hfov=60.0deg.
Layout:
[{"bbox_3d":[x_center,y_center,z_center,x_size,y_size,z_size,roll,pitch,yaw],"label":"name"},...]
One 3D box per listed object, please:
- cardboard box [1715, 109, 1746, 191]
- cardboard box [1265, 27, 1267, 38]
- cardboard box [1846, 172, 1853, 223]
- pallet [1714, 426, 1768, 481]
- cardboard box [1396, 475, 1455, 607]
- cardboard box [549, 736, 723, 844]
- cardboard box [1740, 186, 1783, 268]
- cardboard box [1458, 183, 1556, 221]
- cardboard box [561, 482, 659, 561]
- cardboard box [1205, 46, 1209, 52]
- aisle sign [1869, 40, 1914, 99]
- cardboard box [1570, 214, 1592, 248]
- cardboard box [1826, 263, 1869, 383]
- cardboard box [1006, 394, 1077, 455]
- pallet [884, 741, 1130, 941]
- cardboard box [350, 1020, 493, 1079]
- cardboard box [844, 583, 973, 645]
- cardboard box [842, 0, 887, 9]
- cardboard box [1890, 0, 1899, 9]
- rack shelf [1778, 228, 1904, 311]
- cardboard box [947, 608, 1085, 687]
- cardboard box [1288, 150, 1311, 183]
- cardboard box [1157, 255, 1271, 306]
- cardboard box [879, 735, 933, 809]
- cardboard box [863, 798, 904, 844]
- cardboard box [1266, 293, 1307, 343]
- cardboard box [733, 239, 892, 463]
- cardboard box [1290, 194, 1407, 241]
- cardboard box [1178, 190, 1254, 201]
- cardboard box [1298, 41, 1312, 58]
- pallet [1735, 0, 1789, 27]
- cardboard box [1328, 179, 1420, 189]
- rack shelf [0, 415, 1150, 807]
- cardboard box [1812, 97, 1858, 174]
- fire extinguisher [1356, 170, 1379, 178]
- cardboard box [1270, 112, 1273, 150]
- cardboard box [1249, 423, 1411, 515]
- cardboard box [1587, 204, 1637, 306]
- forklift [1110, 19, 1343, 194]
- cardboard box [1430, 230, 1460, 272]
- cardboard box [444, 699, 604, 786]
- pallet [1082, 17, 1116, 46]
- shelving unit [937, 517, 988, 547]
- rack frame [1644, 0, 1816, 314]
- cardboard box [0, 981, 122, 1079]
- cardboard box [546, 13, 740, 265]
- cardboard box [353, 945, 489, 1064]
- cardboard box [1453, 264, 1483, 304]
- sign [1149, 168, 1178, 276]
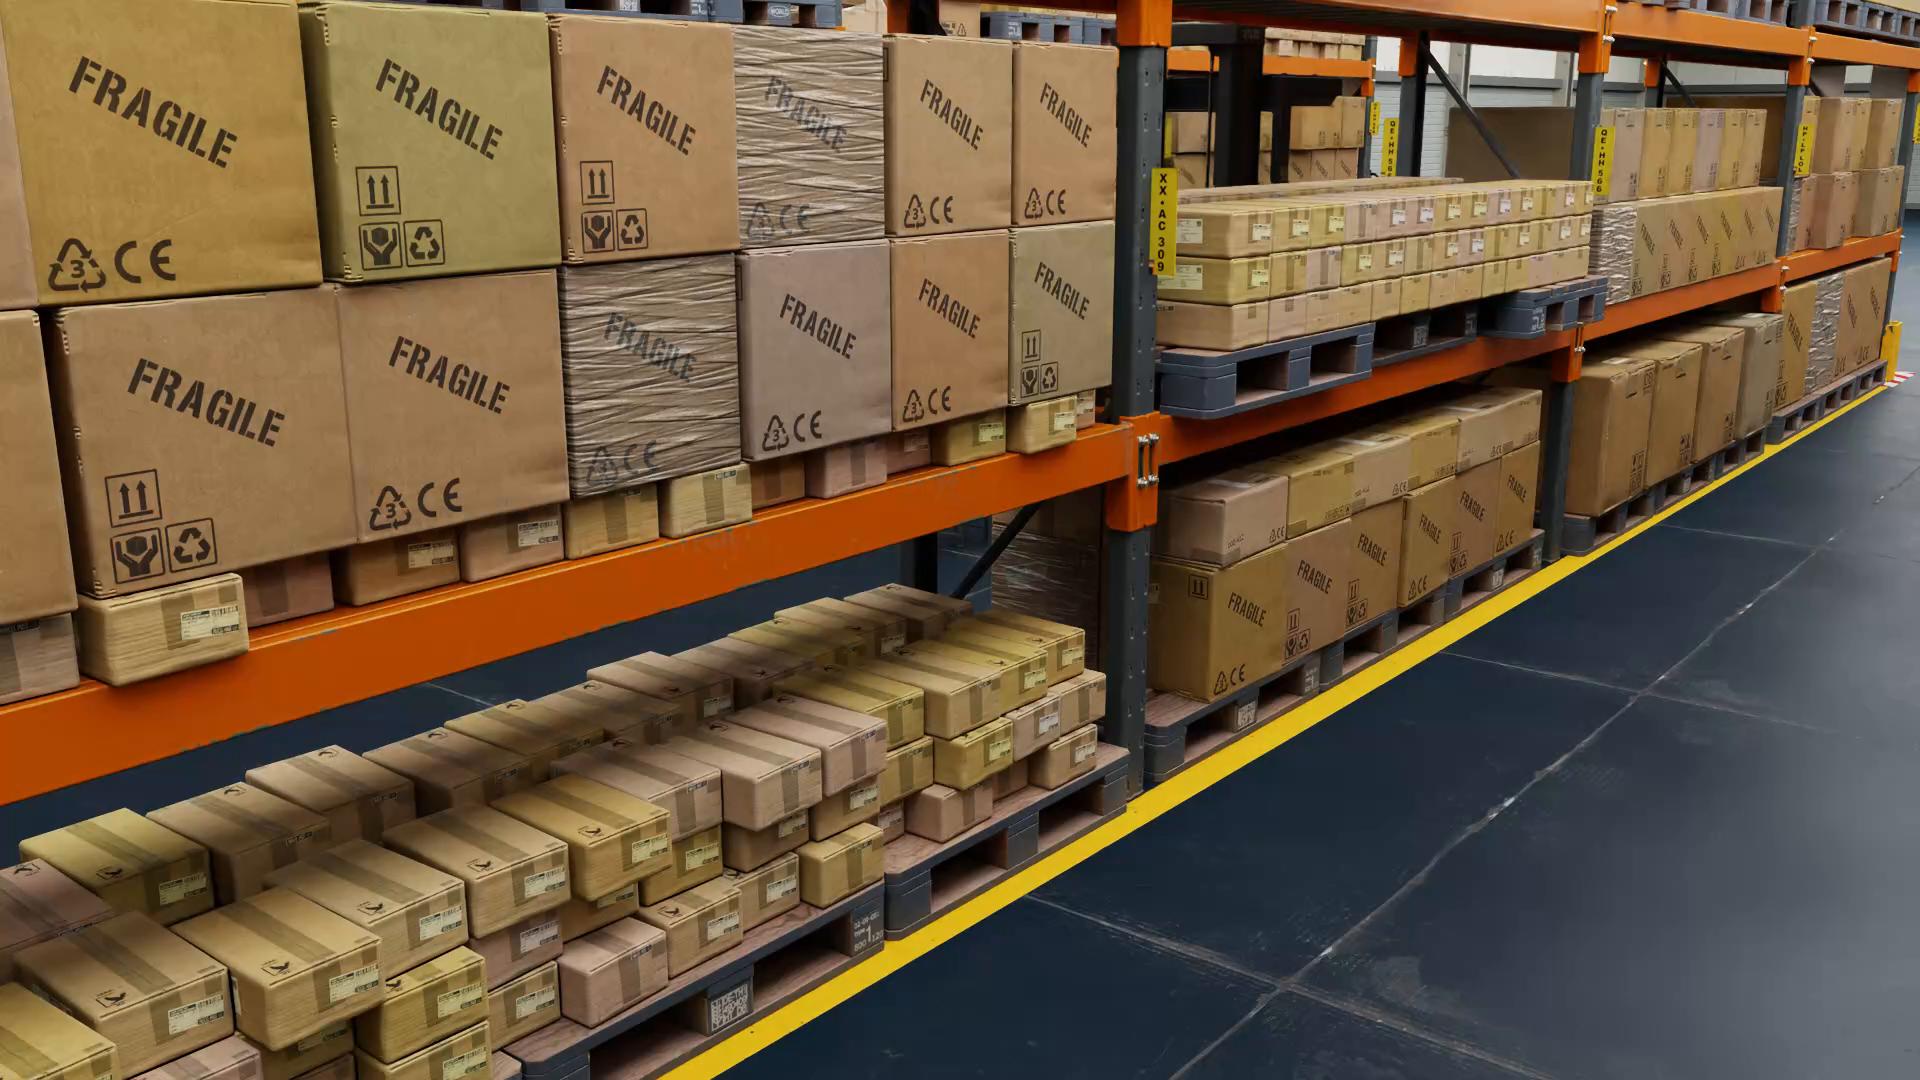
[{"bbox_3d":[4.599,-2.518,10.709,0.700,0.500,0.500,11,18,37],"label":"cardboard box"},{"bbox_3d":[2.446,-4.688,15.092,0.500,0.250,0.500,11,18,38],"label":"cardboard box"},{"bbox_3d":[6.465,-2.636,13.103,0.875,0.550,0.500,11,18,38],"label":"cardboard box"},{"bbox_3d":[4.802,-0.669,11.327,1.003,0.211,1.213,11,18,38],"label":"pallet"},{"bbox_3d":[1.855,-0.037,7.399,0.500,0.500,0.500,10,18,35],"label":"cardboard box"},{"bbox_3d":[-0.825,0.642,4.231,0.380,0.149,0.250,11,18,38],"label":"cardboard box"},{"bbox_3d":[5.108,-2.087,11.043,0.500,0.500,0.500,11,18,37],"label":"cardboard box"},{"bbox_3d":[2.439,-1.521,7.468,0.380,0.149,0.250,12,19,39],"label":"cardboard box"},{"bbox_3d":[-0.915,-0.078,3.848,0.380,0.149,0.250,12,19,40],"label":"cardboard box"},{"bbox_3d":[1.979,-4.386,14.715,0.380,0.149,0.250,11,18,38],"label":"cardboard box"},{"bbox_3d":[8.020,-4.173,14.178,0.394,0.787,0.004,11,18,38],"label":"aisle sign"},{"bbox_3d":[2.758,-1.475,7.889,0.380,0.149,0.250,12,18,39],"label":"cardboard box"},{"bbox_3d":[6.816,-1.811,13.621,0.875,0.875,0.875,11,18,37],"label":"cardboard box"},{"bbox_3d":[0.126,-0.369,4.993,0.380,0.149,0.250,11,18,36],"label":"cardboard box"},{"bbox_3d":[-0.194,0.838,5.396,1.003,0.211,1.213,11,18,38],"label":"pallet"},{"bbox_3d":[-1.238,1.102,3.629,0.380,0.149,0.250,12,18,38],"label":"cardboard box"},{"bbox_3d":[-0.177,0.276,5.673,0.380,0.149,0.250,12,19,40],"label":"cardboard box"},{"bbox_3d":[-0.596,-3.843,11.862,0.700,0.500,0.500,11,18,38],"label":"cardboard box"},{"bbox_3d":[6.998,-4.171,12.810,0.380,0.149,0.250,11,18,38],"label":"cardboard box"},{"bbox_3d":[6.485,-2.214,13.208,1.077,0.370,4.000,11,18,38],"label":"rack shelf"},{"bbox_3d":[0.179,0.351,5.380,0.380,0.149,0.250,12,18,39],"label":"cardboard box"},{"bbox_3d":[3.066,-3.548,16.190,0.500,0.500,0.500,11,18,37],"label":"cardboard box"},{"bbox_3d":[0.806,-0.878,5.540,0.380,0.149,0.250,12,18,38],"label":"cardboard box"},{"bbox_3d":[-0.300,0.636,4.859,0.380,0.149,0.250,11,18,38],"label":"cardboard box"},{"bbox_3d":[-0.386,0.787,4.869,0.380,0.149,0.250,11,18,36],"label":"cardboard box"},{"bbox_3d":[0.975,-0.788,5.789,0.380,0.149,0.250,12,18,38],"label":"cardboard box"},{"bbox_3d":[-0.525,-0.510,4.230,0.500,0.500,0.500,11,18,37],"label":"cardboard box"},{"bbox_3d":[1.458,-1.222,6.289,0.380,0.149,0.250,11,18,37],"label":"cardboard box"},{"bbox_3d":[0.955,-1.323,6.686,0.380,0.149,0.250,11,18,36],"label":"cardboard box"},{"bbox_3d":[3.167,-4.721,16.034,0.380,0.149,0.250,11,18,37],"label":"cardboard box"},{"bbox_3d":[4.690,-3.358,10.545,0.805,0.209,1.217,10,18,35],"label":"pallet"},{"bbox_3d":[1.949,-1.627,7.885,0.380,0.149,0.250,11,18,37],"label":"cardboard box"},{"bbox_3d":[-1.057,0.084,4.161,1.077,0.370,4.000,11,18,38],"label":"rack shelf"},{"bbox_3d":[6.188,-3.047,12.526,0.875,0.550,0.550,11,18,38],"label":"cardboard box"},{"bbox_3d":[4.259,-3.606,17.381,0.296,0.674,0.183,11,18,38],"label":"fire extinguisher"},{"bbox_3d":[2.691,-3.955,15.760,0.700,0.500,0.500,11,18,37],"label":"cardboard box"},{"bbox_3d":[1.527,-0.303,6.925,0.500,0.250,0.500,12,19,40],"label":"cardboard box"},{"bbox_3d":[3.206,-1.506,8.758,0.500,0.500,0.500,12,18,38],"label":"cardboard box"},{"bbox_3d":[1.757,-1.963,10.897,1.130,2.935,3.031,12,19,39],"label":"forklift"},{"bbox_3d":[1.787,-1.178,6.720,0.380,0.149,0.250,11,18,36],"label":"cardboard box"},{"bbox_3d":[-1.180,0.571,4.511,0.380,0.149,0.250,11,18,38],"label":"cardboard box"},{"bbox_3d":[0.844,-4.188,13.804,1.213,0.211,1.003,11,18,38],"label":"pallet"},{"bbox_3d":[-0.005,-0.435,9.006,0.258,0.900,0.210,11,18,38],"label":"shelving unit"},{"bbox_3d":[5.228,-2.180,11.611,1.000,3.000,0.127,11,18,38],"label":"rack frame"},{"bbox_3d":[-1.720,0.960,2.979,0.380,0.149,0.250,10,17,35],"label":"cardboard box"},{"bbox_3d":[-0.851,-0.896,3.719,0.500,0.500,0.500,11,18,36],"label":"cardboard box"},{"bbox_3d":[-1.238,0.955,3.604,0.380,0.149,0.250,12,19,39],"label":"cardboard box"},{"bbox_3d":[1.951,-1.085,6.960,0.380,0.149,0.250,12,19,39],"label":"cardboard box"},{"bbox_3d":[0.627,-0.985,5.149,0.100,0.325,0.005,11,18,38],"label":"sign"}]
